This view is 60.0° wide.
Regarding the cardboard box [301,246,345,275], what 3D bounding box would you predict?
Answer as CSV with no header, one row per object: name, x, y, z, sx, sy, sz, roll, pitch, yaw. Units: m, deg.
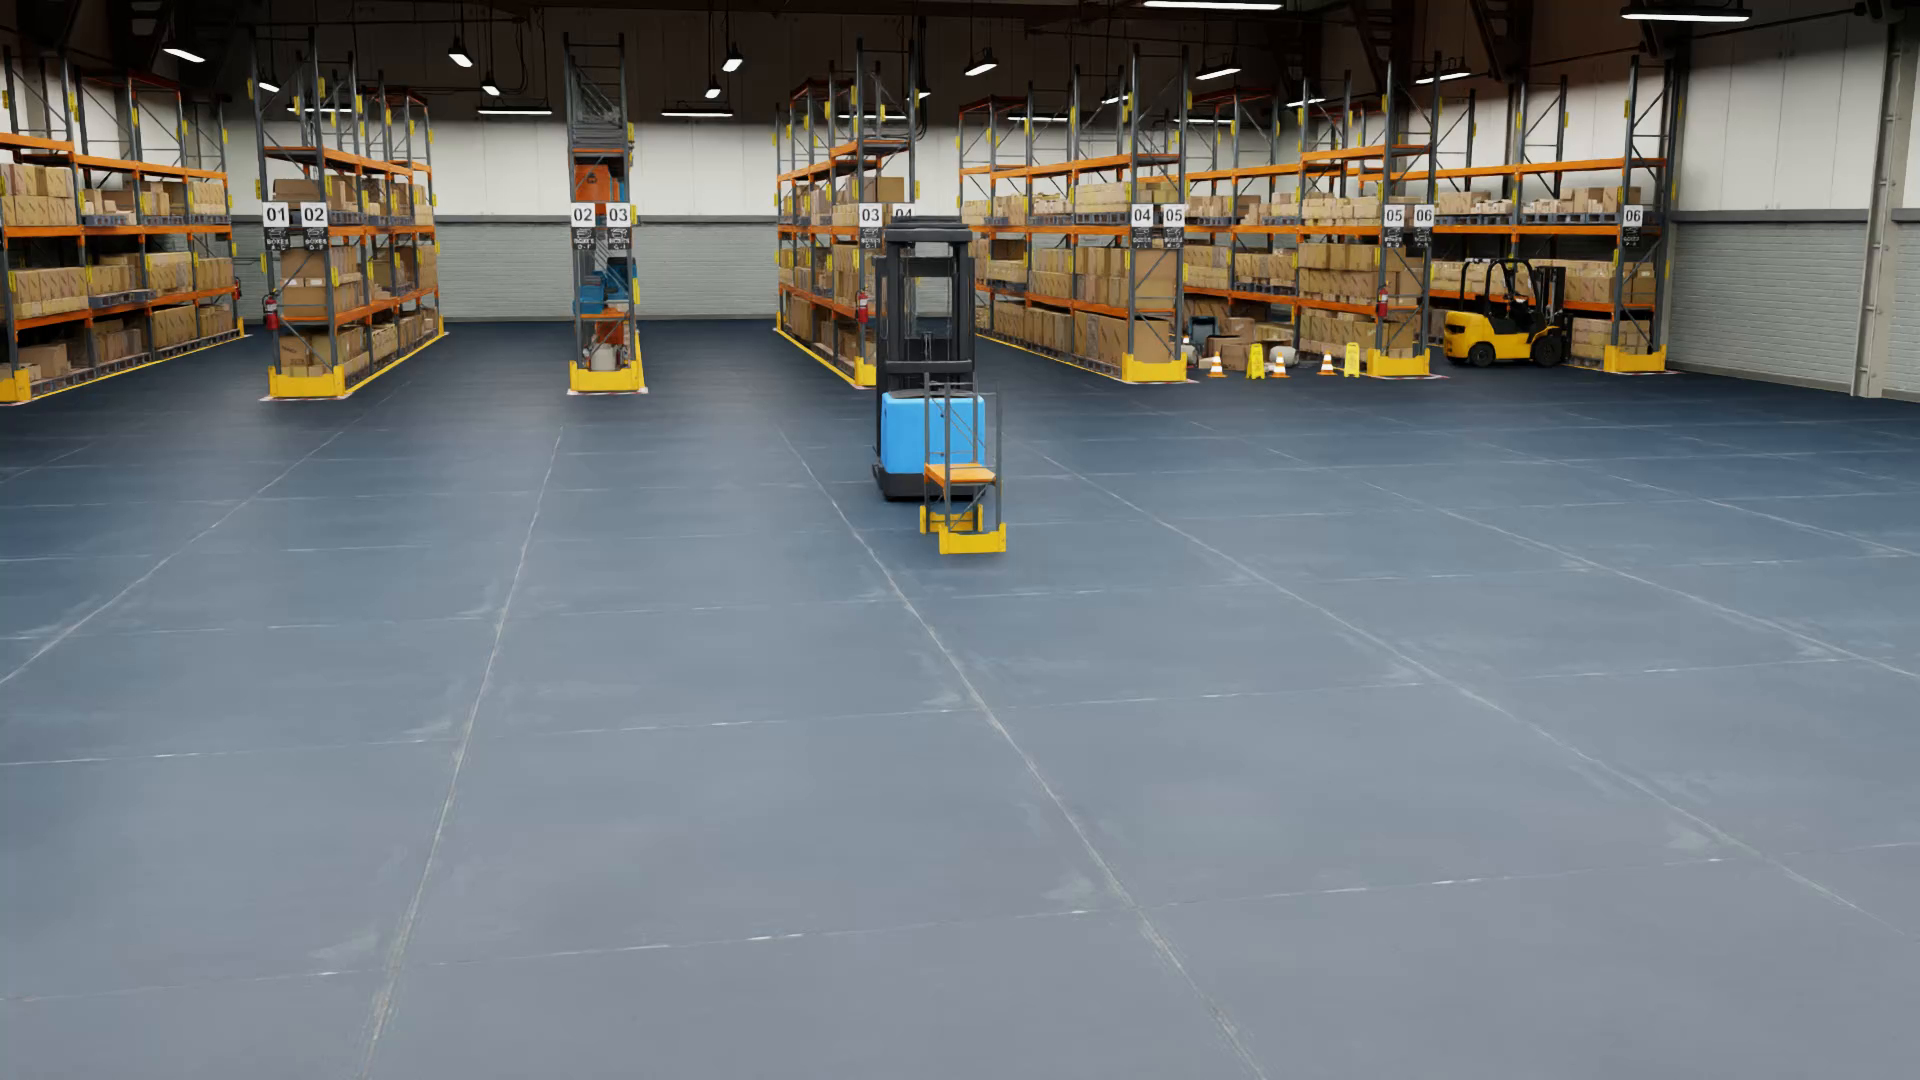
cardboard box,-11.404,-4.984,29.674,0.700,0.500,0.500,-2,11,-11

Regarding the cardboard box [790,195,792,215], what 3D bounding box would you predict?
cardboard box,-3.939,-8.499,42.203,0.700,0.500,0.500,-2,11,-8

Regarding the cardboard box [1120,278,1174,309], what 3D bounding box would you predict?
cardboard box,3.475,-4.582,30.901,0.875,0.550,0.550,-2,11,-11

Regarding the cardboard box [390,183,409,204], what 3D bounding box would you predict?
cardboard box,-13.477,-8.223,39.468,0.700,0.500,0.500,-2,11,-11

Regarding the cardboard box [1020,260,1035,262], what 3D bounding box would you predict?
cardboard box,1.680,-6.807,40.948,0.380,0.149,0.250,-2,11,-11

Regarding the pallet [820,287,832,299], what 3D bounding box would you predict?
pallet,-2.424,-5.292,35.543,1.003,0.211,1.213,-2,11,-11

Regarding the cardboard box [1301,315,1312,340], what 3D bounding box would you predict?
cardboard box,7.499,-4.480,34.991,0.500,0.500,0.500,-2,11,-8

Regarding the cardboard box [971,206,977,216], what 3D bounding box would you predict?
cardboard box,0.599,-8.651,43.719,0.500,0.250,0.500,-3,11,-13

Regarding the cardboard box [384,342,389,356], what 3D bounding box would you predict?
cardboard box,-11.925,-3.875,33.817,0.500,0.250,0.500,-2,11,-10

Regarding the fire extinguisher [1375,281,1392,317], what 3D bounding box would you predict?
fire extinguisher,7.997,-4.565,31.418,0.296,0.674,0.183,-2,11,-11

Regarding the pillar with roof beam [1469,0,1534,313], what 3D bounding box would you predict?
pillar with roof beam,8.654,-8.873,37.803,9.100,9.000,0.548,-2,11,-11

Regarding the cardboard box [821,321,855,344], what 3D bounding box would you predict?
cardboard box,-2.700,-4.614,36.976,0.700,0.500,0.500,-3,11,-14

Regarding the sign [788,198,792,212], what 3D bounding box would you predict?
sign,-4.172,-8.227,40.836,0.100,0.325,0.005,-2,11,-11

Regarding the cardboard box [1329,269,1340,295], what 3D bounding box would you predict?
cardboard box,7.784,-5.203,33.501,0.500,0.500,0.500,-2,11,-10

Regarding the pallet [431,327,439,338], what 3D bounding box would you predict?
pallet,-13.953,-5.325,42.664,1.003,0.211,1.213,-2,11,-11

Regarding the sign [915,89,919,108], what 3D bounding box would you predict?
sign,-0.761,-7.745,29.164,0.100,0.325,0.005,-2,11,-11

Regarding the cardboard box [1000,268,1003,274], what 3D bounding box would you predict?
cardboard box,1.189,-6.496,40.112,0.380,0.149,0.250,-2,11,-12

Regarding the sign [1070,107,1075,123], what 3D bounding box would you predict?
sign,2.283,-8.599,33.650,0.100,0.325,0.005,-2,11,-11

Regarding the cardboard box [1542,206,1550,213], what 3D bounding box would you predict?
cardboard box,12.456,-6.927,34.879,0.380,0.149,0.250,-2,11,-9

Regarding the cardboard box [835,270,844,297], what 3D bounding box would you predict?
cardboard box,-1.982,-5.031,32.599,0.875,0.500,0.500,-2,11,-11

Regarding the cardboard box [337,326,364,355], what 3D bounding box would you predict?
cardboard box,-11.399,-3.709,30.940,0.500,0.500,0.500,-2,11,-11

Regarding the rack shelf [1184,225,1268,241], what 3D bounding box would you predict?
rack shelf,6.482,-7.595,41.032,1.077,0.370,4.000,-2,11,-11

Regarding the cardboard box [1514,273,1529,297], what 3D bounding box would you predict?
cardboard box,12.347,-5.514,35.929,0.500,0.500,0.500,-2,11,-13

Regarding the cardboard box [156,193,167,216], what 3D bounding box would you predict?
cardboard box,-17.969,-7.414,36.716,0.700,0.500,0.500,-2,11,-12

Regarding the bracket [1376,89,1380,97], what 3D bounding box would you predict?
bracket,11.281,-11.962,44.402,0.235,0.232,0.430,-2,11,-11

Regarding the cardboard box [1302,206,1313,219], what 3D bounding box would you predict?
cardboard box,7.466,-6.830,34.693,0.500,0.250,0.500,-2,11,-12

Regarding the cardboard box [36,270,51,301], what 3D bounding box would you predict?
cardboard box,-15.849,-4.329,28.314,0.500,0.500,0.500,-2,11,-13

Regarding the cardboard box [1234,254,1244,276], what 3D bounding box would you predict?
cardboard box,6.732,-6.419,38.764,0.500,0.500,0.500,-2,11,-13

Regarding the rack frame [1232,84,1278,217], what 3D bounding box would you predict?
rack frame,6.871,-9.055,38.757,1.000,3.000,0.127,-2,11,-11

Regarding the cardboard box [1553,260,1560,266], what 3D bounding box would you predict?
cardboard box,12.617,-5.767,34.728,0.380,0.149,0.250,-2,11,-11

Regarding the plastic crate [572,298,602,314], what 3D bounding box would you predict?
plastic crate,-6.543,-4.108,29.209,0.499,0.251,0.616,-2,11,-11

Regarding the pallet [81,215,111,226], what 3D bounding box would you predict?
pallet,-16.663,-5.972,31.084,1.213,0.211,1.003,-2,11,-11

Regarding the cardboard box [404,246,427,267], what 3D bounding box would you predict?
cardboard box,-13.361,-6.947,40.788,0.500,0.500,0.500,-2,11,-13

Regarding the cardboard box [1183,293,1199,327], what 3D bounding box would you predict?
cardboard box,6.292,-5.893,42.750,0.875,0.875,0.875,-2,11,-9

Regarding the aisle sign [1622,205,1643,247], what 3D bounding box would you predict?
aisle sign,13.020,-6.076,32.199,0.394,0.787,0.004,-2,11,-11

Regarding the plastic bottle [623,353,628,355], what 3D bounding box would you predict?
plastic bottle,-6.285,-3.401,31.217,0.097,0.271,0.097,0,11,0

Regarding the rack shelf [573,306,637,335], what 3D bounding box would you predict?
rack shelf,-6.541,-4.114,30.764,1.077,0.370,4.000,-2,11,-11

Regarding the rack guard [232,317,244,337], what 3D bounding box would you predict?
rack guard,-18.986,-5.451,42.551,1.175,0.500,0.348,-2,11,-11

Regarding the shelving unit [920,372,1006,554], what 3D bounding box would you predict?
shelving unit,0.015,-0.723,15.036,0.587,1.500,1.083,-2,11,-11

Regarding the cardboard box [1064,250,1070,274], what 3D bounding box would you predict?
cardboard box,2.609,-5.901,35.290,0.700,0.500,0.500,-2,11,-12

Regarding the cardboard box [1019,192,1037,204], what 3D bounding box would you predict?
cardboard box,1.587,-7.966,38.745,0.396,0.266,0.258,-2,11,-11

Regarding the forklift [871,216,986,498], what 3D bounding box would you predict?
forklift,-0.410,-2.114,18.520,1.130,2.935,3.031,-1,11,-6

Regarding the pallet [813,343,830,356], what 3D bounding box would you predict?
pallet,-2.699,-4.234,36.932,1.003,0.211,1.213,-2,11,-11

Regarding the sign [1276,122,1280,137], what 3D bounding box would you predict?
sign,7.401,-9.574,38.776,0.100,0.325,0.005,-2,11,-11

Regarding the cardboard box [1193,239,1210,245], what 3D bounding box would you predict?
cardboard box,6.286,-7.768,43.363,0.380,0.149,0.250,-2,11,-12

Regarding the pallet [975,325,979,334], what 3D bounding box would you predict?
pallet,0.851,-5.619,44.209,1.003,0.211,1.213,-2,11,-11

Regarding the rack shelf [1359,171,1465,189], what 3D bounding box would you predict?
rack shelf,11.350,-9.053,41.741,1.077,0.370,4.000,-2,11,-11

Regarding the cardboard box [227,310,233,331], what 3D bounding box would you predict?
cardboard box,-18.748,-5.528,41.834,0.700,0.500,0.500,-2,11,-11

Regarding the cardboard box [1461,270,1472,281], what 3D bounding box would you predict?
cardboard box,11.890,-6.089,38.285,0.500,0.250,0.500,-2,11,-10

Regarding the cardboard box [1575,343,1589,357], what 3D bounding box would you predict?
cardboard box,12.807,-3.844,33.653,0.500,0.250,0.500,-2,11,-11

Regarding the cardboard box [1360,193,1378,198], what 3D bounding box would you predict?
cardboard box,10.677,-8.910,43.396,0.396,0.266,0.258,-2,11,-12

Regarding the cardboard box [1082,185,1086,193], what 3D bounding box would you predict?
cardboard box,2.650,-7.001,33.135,0.380,0.149,0.250,-2,11,-12

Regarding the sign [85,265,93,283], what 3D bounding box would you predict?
sign,-16.117,-4.920,30.761,0.100,0.325,0.005,-2,11,-11

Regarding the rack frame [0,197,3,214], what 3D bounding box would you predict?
rack frame,-15.870,-6.687,26.316,1.000,3.000,0.127,-2,11,-11
